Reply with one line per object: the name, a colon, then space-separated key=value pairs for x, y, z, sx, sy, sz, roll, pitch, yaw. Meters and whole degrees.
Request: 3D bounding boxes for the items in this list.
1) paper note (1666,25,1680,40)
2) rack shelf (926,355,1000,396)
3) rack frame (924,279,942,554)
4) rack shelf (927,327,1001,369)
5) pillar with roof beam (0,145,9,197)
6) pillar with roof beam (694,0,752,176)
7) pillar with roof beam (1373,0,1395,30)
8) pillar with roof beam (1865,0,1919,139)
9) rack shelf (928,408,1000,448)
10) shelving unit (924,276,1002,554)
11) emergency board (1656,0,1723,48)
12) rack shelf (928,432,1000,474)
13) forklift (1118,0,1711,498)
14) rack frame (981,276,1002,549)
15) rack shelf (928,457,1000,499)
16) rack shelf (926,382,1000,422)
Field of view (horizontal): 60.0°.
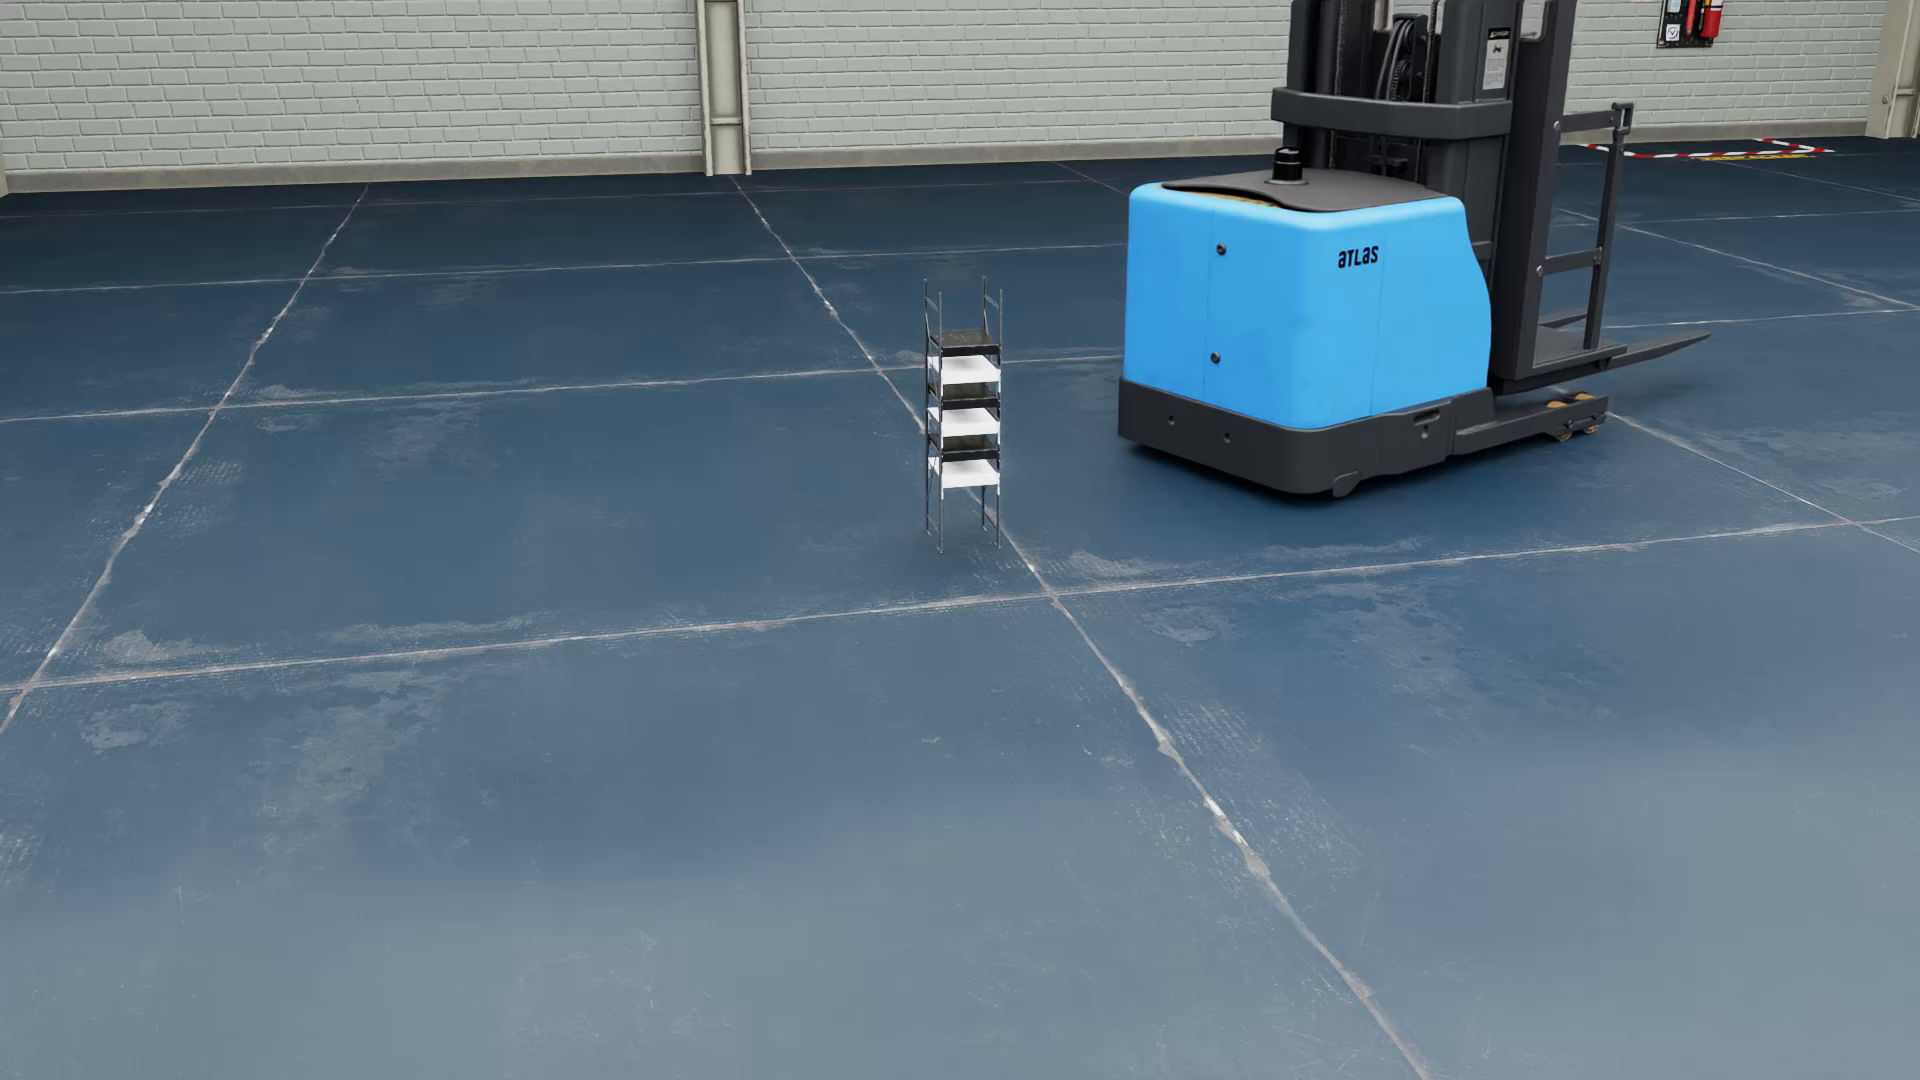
paper note: x=7.029 y=-5.003 z=16.391 sx=0.142 sy=0.148 sz=0.016 roll=-5 pitch=21 yaw=-12
rack shelf: x=0.008 y=-0.561 z=5.611 sx=0.200 sy=0.077 sz=0.258 roll=-5 pitch=21 yaw=-12
rack frame: x=-0.091 y=-0.415 z=5.640 sx=0.006 sy=0.900 sz=0.240 roll=-5 pitch=21 yaw=-12
rack shelf: x=0.008 y=-0.645 z=5.580 sx=0.200 sy=0.077 sz=0.258 roll=-5 pitch=21 yaw=-12
pillar with roof beam: x=-6.895 y=-5.541 z=7.859 sx=0.400 sy=9.000 sz=9.100 roll=-5 pitch=21 yaw=-12
pillar with roof beam: x=-1.056 y=-6.016 z=9.156 sx=0.400 sy=9.000 sz=9.100 roll=-5 pitch=21 yaw=-12
pillar with roof beam: x=4.783 y=-6.491 z=10.452 sx=0.400 sy=9.000 sz=9.100 roll=-5 pitch=21 yaw=-12
pillar with roof beam: x=10.622 y=-6.966 z=11.748 sx=0.400 sy=9.000 sz=9.100 roll=-5 pitch=21 yaw=-12
rack shelf: x=0.008 y=-0.392 z=5.673 sx=0.200 sy=0.077 sz=0.258 roll=-5 pitch=21 yaw=-12
shelving unit: x=0.008 y=-0.423 z=5.662 sx=0.210 sy=0.900 sz=0.258 roll=-5 pitch=21 yaw=-12
emergency board: x=7.218 y=-5.407 z=16.215 sx=0.643 sy=1.169 sz=0.194 roll=-5 pitch=21 yaw=-12
rack shelf: x=0.008 y=-0.307 z=5.704 sx=0.200 sy=0.077 sz=0.258 roll=-5 pitch=21 yaw=-12
forklift: x=2.126 y=-1.919 z=6.791 sx=3.031 sy=2.935 sz=1.130 roll=-15 pitch=25 yaw=-34
rack frame: x=0.107 y=-0.431 z=5.684 sx=0.006 sy=0.900 sz=0.240 roll=-5 pitch=21 yaw=-12
rack shelf: x=0.008 y=-0.223 z=5.735 sx=0.200 sy=0.077 sz=0.258 roll=-5 pitch=21 yaw=-12
rack shelf: x=0.008 y=-0.476 z=5.642 sx=0.200 sy=0.077 sz=0.258 roll=-5 pitch=21 yaw=-12
